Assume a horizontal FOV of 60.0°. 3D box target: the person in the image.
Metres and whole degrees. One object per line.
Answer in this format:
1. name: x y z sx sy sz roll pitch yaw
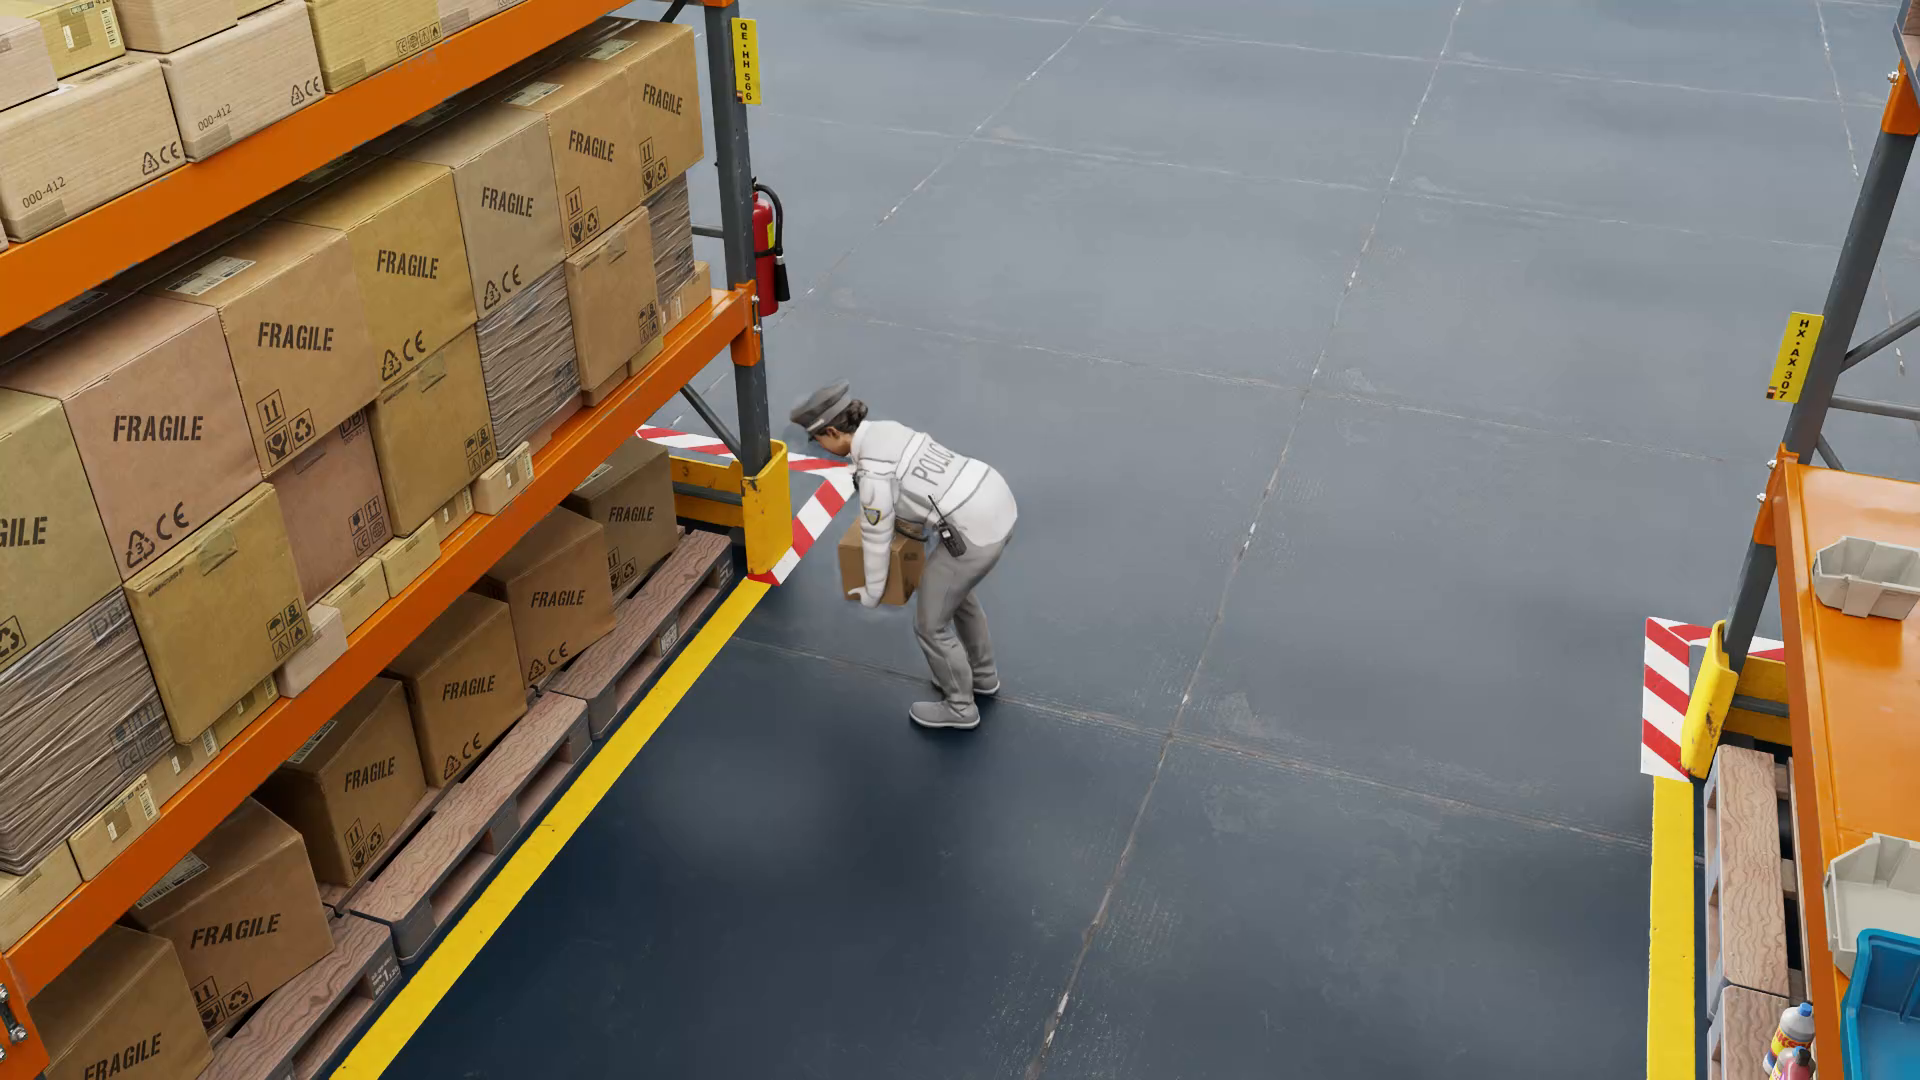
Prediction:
1. person: -0.214 0.050 6.340 0.856 1.367 0.404 10 35 15
